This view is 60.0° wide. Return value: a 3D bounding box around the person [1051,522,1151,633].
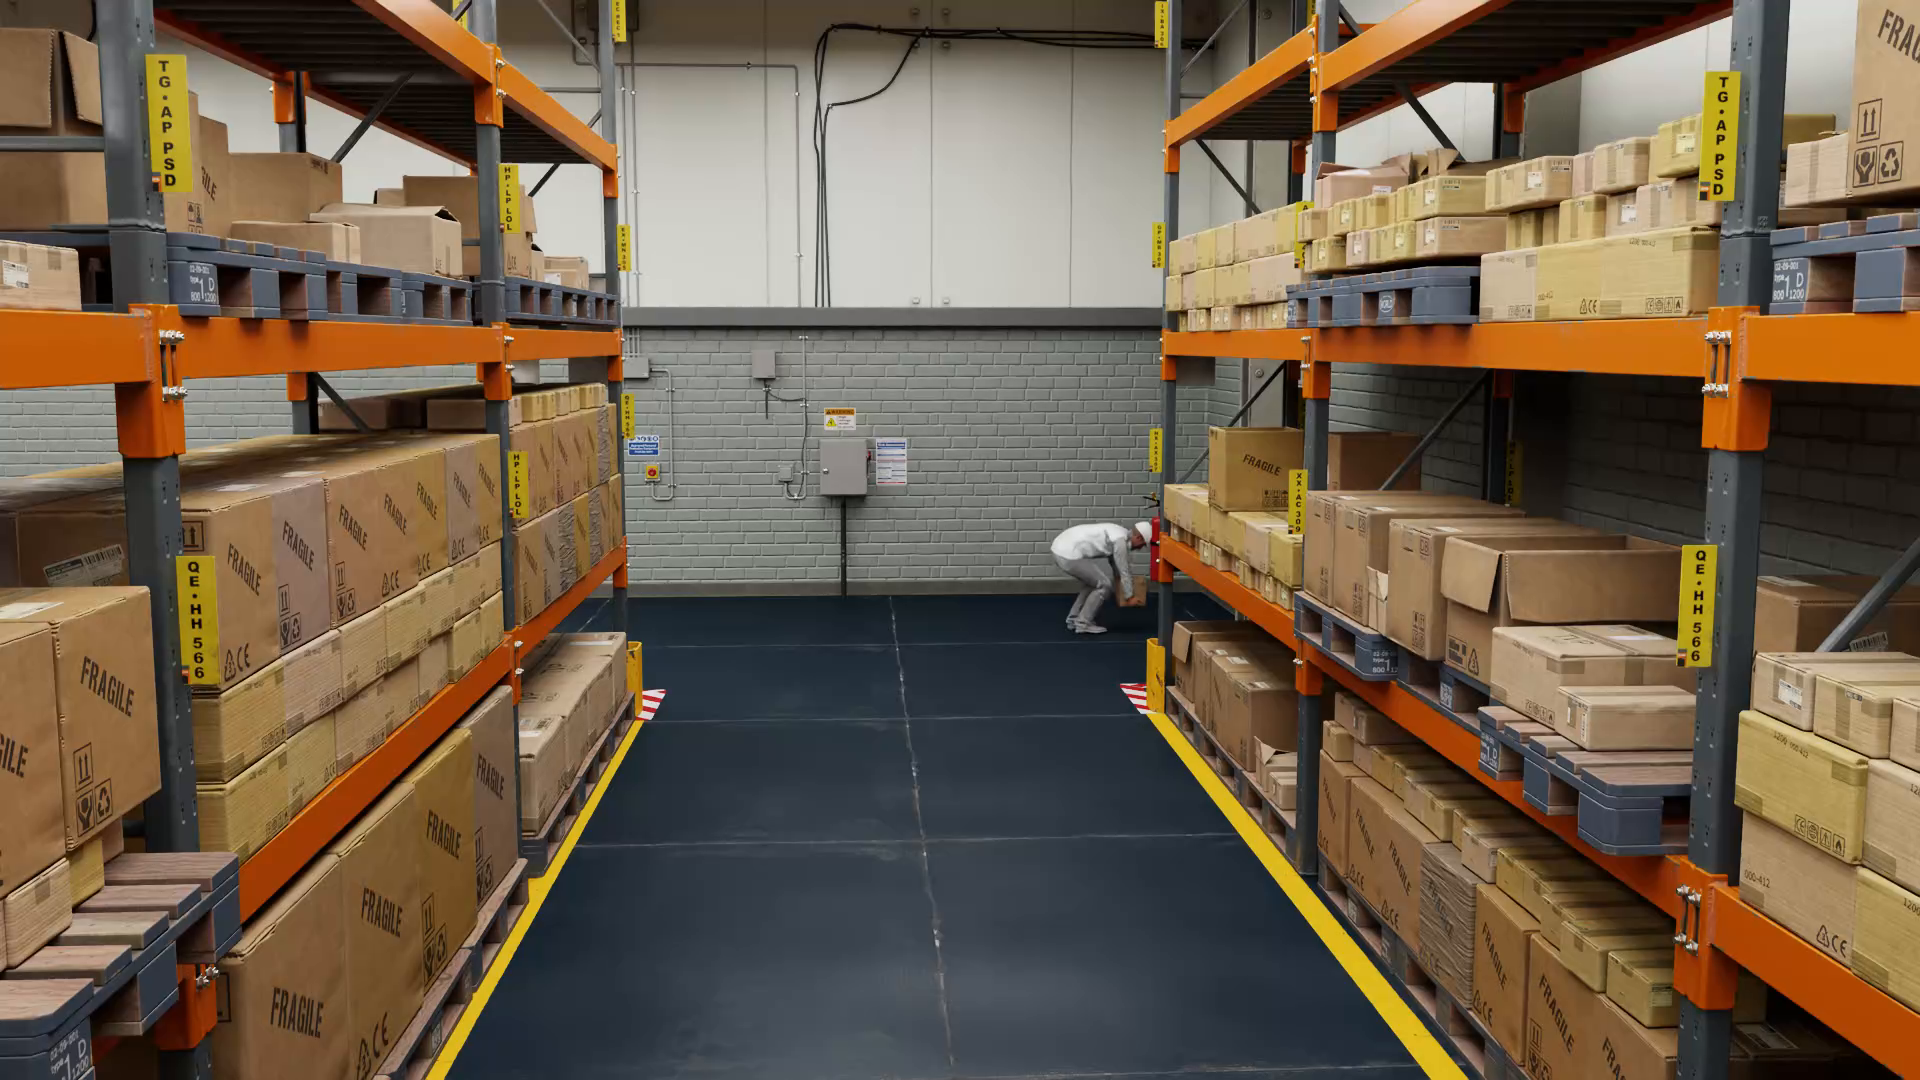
[{"bbox_3d":[1.366,0.349,15.801,0.997,1.040,0.503,-1,7,-6],"label":"person"}]
